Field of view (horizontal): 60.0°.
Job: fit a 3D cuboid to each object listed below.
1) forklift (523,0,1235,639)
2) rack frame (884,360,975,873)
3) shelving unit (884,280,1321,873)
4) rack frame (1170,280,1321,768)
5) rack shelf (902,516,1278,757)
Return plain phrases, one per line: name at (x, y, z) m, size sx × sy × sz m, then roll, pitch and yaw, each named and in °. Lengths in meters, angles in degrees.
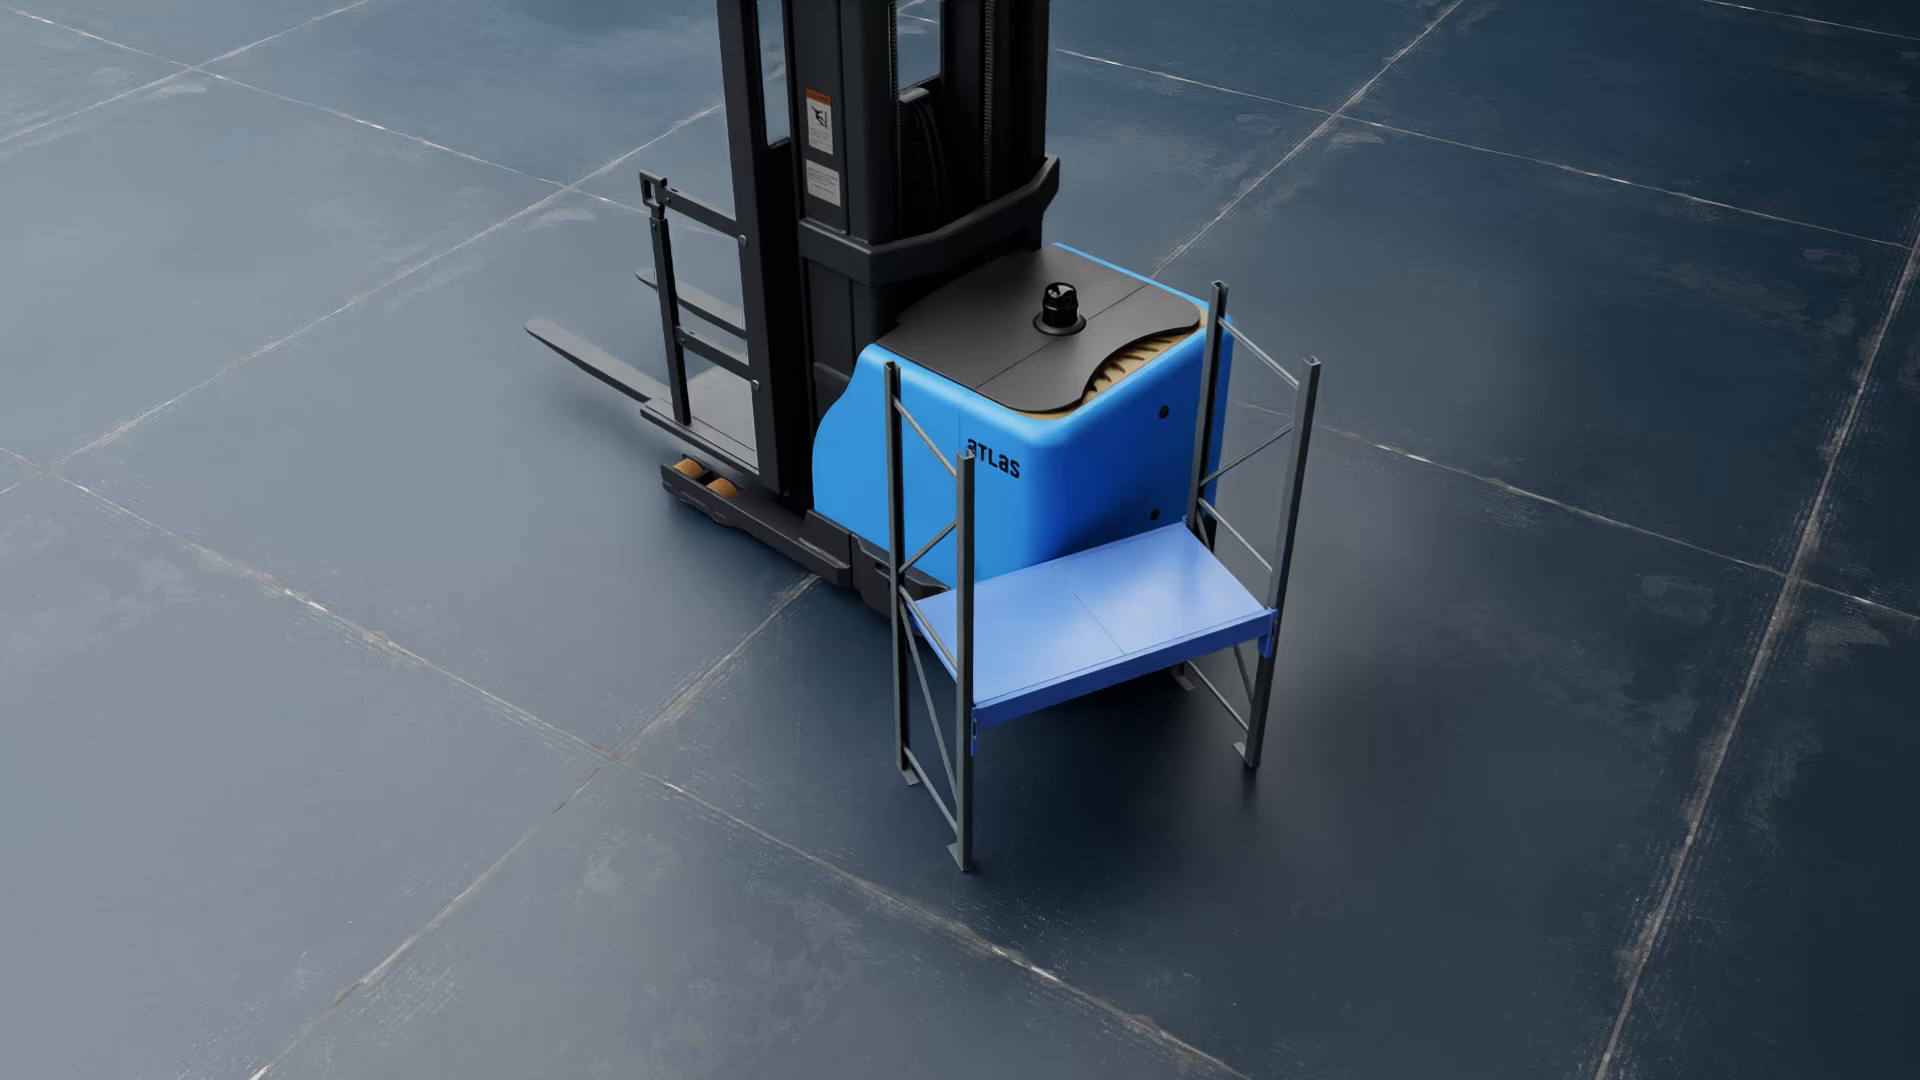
forklift at (-0.511, -1.438, 5.715) m, size 3.031 × 2.935 × 1.130 m, roll 29°, pitch 46°, yaw 32°
rack frame at (-0.083, 0.257, 4.688) m, size 0.032 × 1.500 × 0.500 m, roll -16°, pitch 40°, yaw -20°
shelving unit at (0.377, 0.125, 4.860) m, size 1.048 × 1.500 × 0.538 m, roll -16°, pitch 40°, yaw -20°
rack frame at (0.837, -0.008, 5.031) m, size 0.032 × 1.500 × 0.500 m, roll -16°, pitch 40°, yaw -20°
rack shelf at (0.377, 0.267, 4.970) m, size 1.000 × 0.185 × 0.538 m, roll -16°, pitch 40°, yaw -20°
